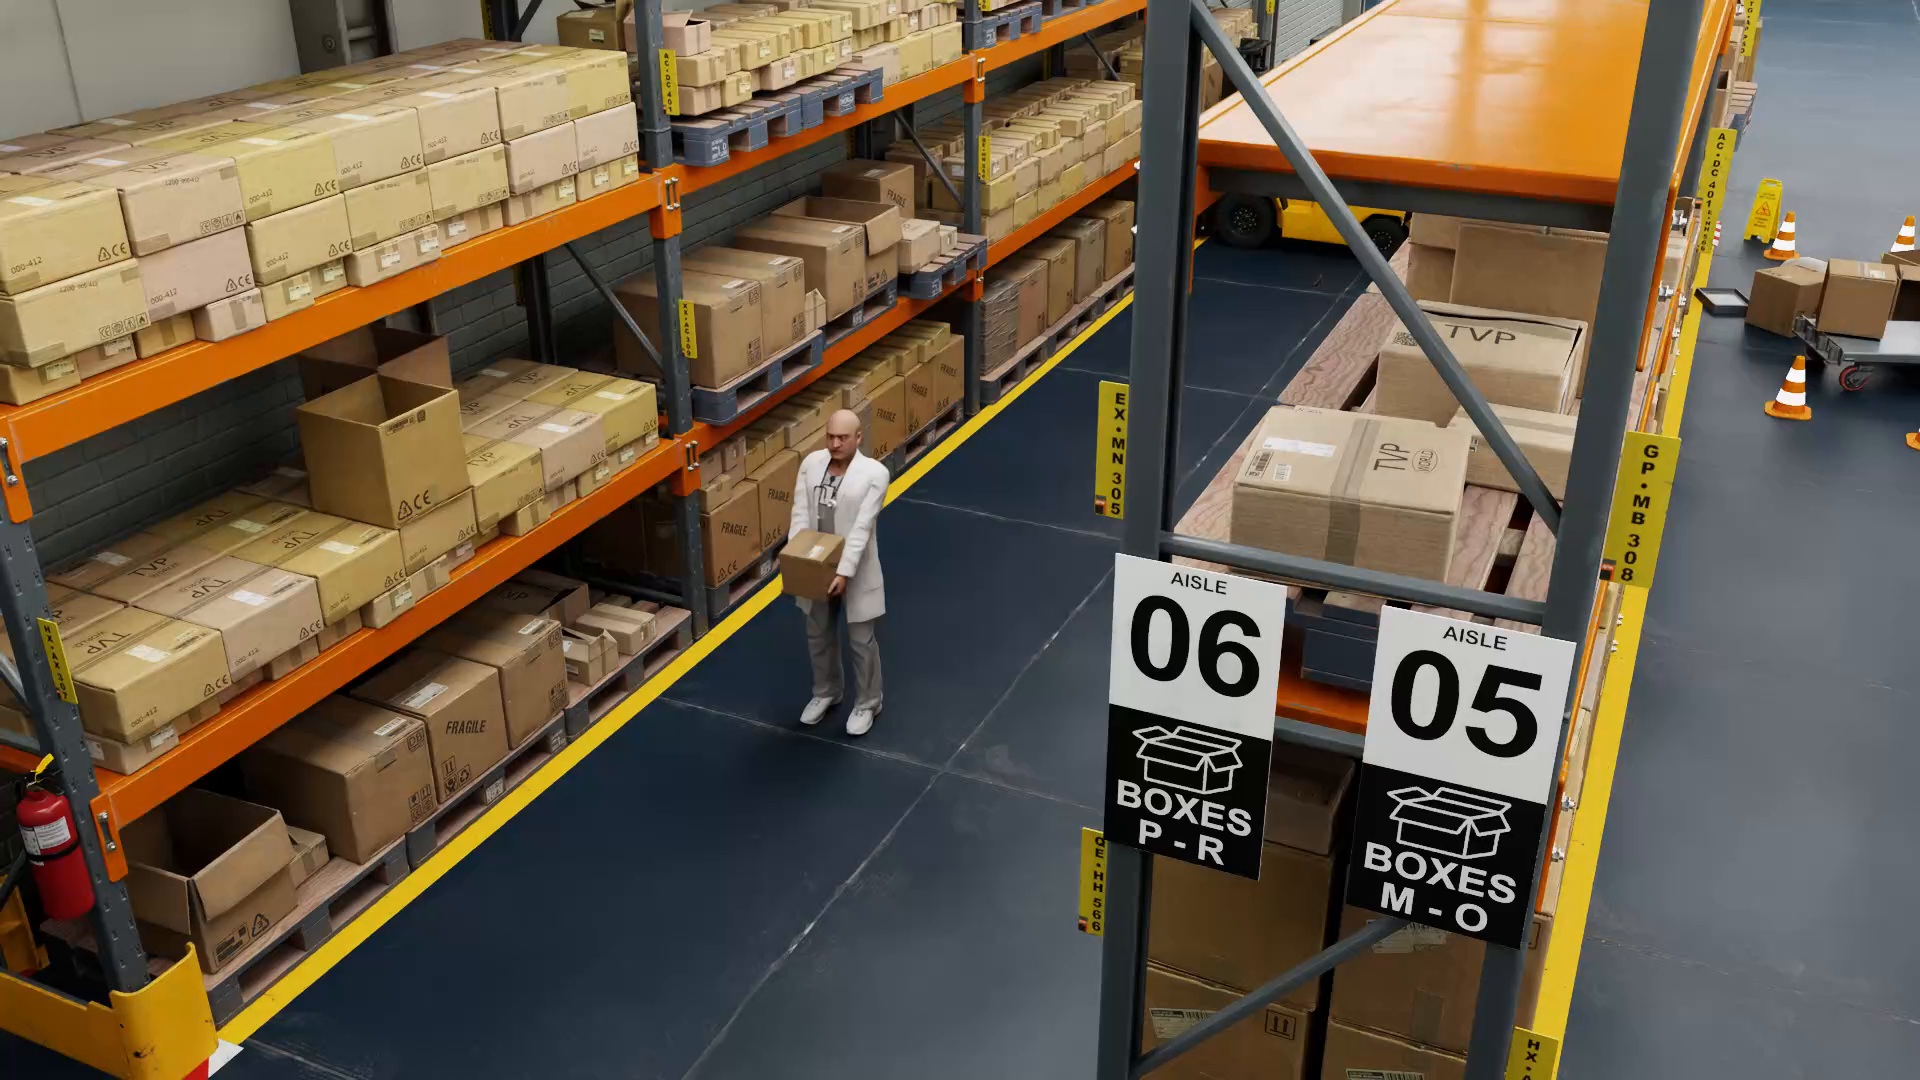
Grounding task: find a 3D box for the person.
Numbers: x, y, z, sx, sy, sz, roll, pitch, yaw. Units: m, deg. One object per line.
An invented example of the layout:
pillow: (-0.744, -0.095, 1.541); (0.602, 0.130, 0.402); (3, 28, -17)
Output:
person: (-0.669, 0.202, 8.715); (0.525, 1.779, 0.554); (11, 28, 22)
